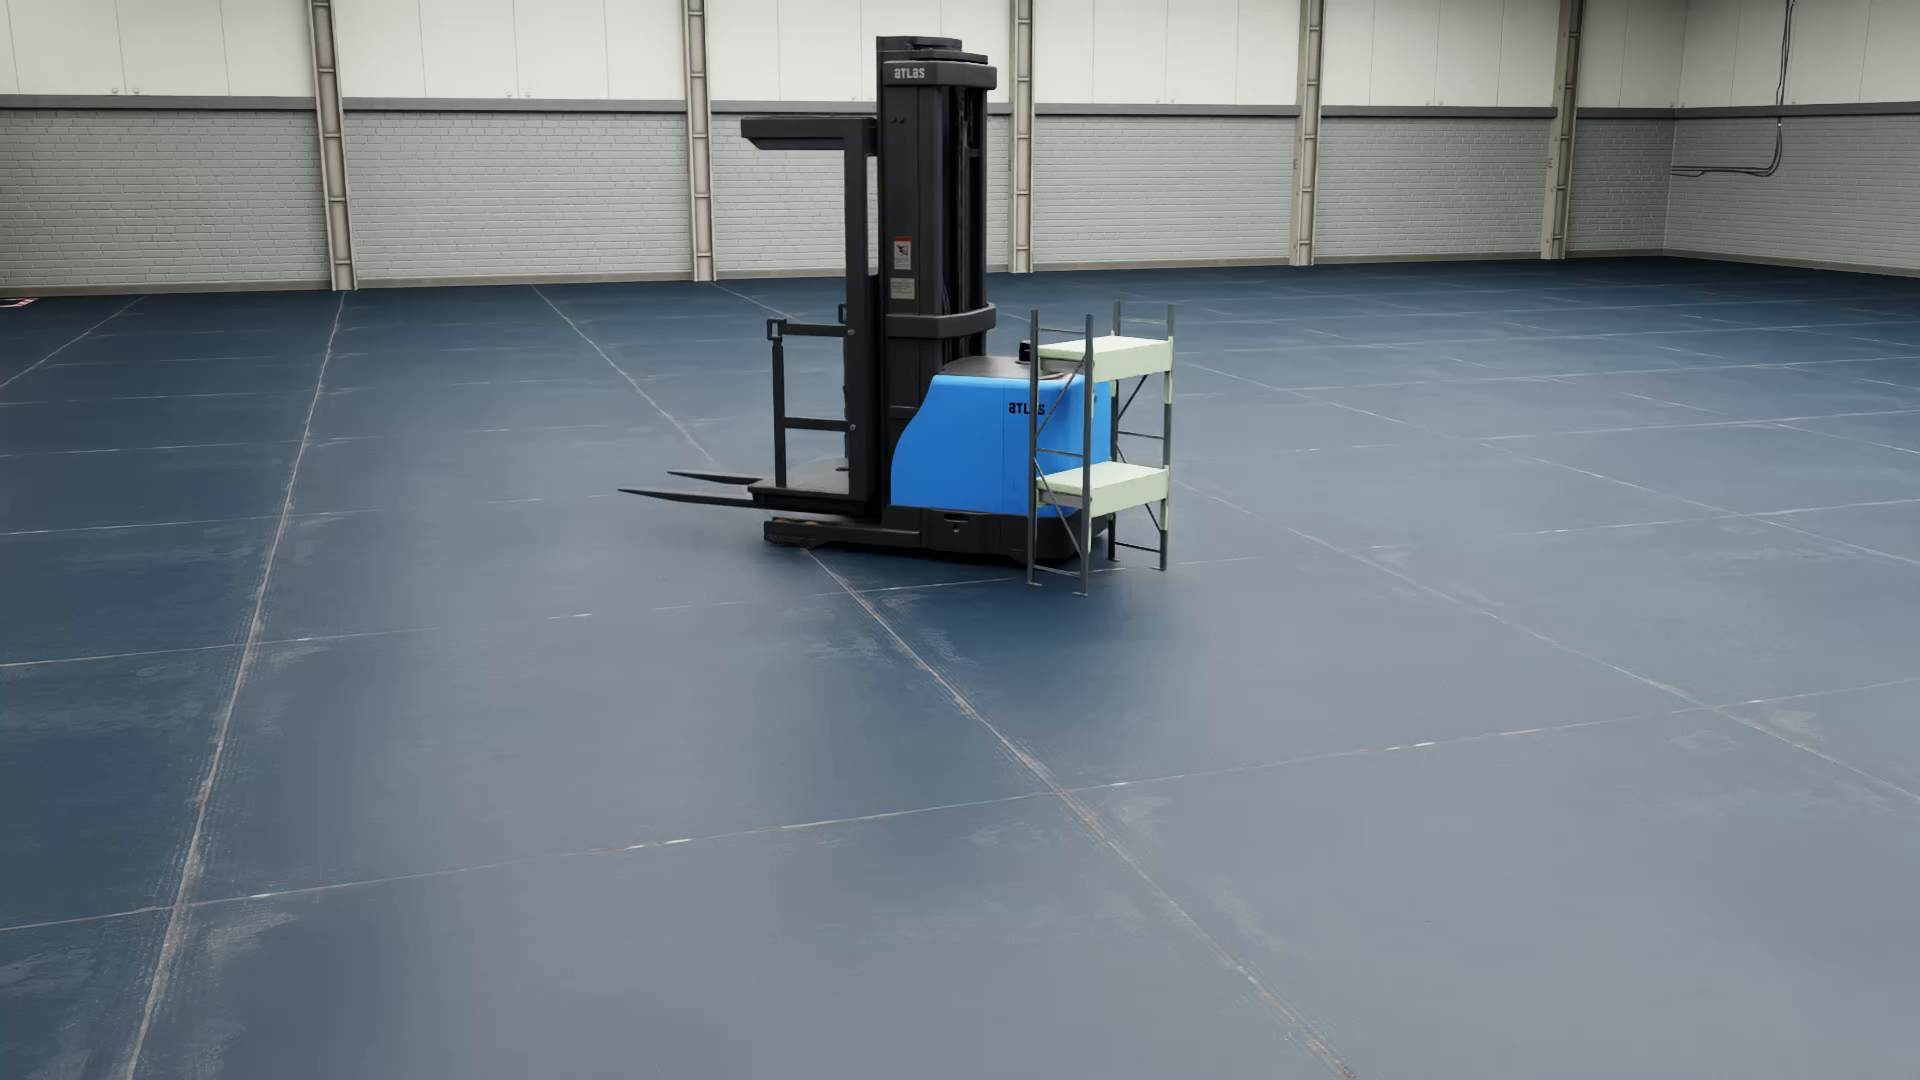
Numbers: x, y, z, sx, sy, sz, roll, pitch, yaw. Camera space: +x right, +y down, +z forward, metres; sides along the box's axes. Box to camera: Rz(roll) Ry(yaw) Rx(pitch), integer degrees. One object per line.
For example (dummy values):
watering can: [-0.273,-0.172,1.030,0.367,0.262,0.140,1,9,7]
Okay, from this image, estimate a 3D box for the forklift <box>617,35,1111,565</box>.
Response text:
forklift: [-0.643,-1.478,10.023,3.031,2.935,1.130,5,14,20]

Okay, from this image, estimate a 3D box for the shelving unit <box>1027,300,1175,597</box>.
shelving unit: [0.772,-0.523,9.096,0.431,1.500,0.755,12,18,40]

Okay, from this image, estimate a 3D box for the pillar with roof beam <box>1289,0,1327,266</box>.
pillar with roof beam: [8.198,-8.935,28.258,0.400,9.000,9.100,-4,14,-18]

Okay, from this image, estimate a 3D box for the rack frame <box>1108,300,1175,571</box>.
rack frame: [1.016,-0.586,9.362,0.400,1.500,0.023,12,18,40]

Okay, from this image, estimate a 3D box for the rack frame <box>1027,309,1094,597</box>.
rack frame: [0.529,-0.459,8.830,0.400,1.500,0.023,12,18,40]

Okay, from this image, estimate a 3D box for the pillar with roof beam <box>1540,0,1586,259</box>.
pillar with roof beam: [13.884,-9.377,30.120,0.400,9.000,9.100,-4,14,-18]

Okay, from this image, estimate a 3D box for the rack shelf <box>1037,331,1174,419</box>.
rack shelf: [0.773,-0.902,9.005,0.431,0.370,0.720,12,18,40]

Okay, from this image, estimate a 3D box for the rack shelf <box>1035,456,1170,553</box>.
rack shelf: [0.772,-0.206,9.172,0.431,0.370,0.720,12,18,40]

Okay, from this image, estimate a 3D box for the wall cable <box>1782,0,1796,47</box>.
wall cable: [16.588,-10.602,31.064,0.112,2.526,3.097,-4,14,-18]

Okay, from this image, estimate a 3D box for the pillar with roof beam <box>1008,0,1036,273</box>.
pillar with roof beam: [2.511,-8.492,26.396,0.400,9.000,9.100,-4,14,-18]

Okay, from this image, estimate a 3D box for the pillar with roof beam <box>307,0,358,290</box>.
pillar with roof beam: [-8.862,-7.606,22.673,0.400,9.000,9.100,-4,14,-18]

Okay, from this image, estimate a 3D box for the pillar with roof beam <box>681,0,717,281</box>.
pillar with roof beam: [-3.176,-8.049,24.535,0.400,9.000,9.100,-4,14,-18]

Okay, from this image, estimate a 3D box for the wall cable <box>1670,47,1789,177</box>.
wall cable: [15.725,-8.738,34.143,0.112,2.526,3.097,-4,14,-18]
